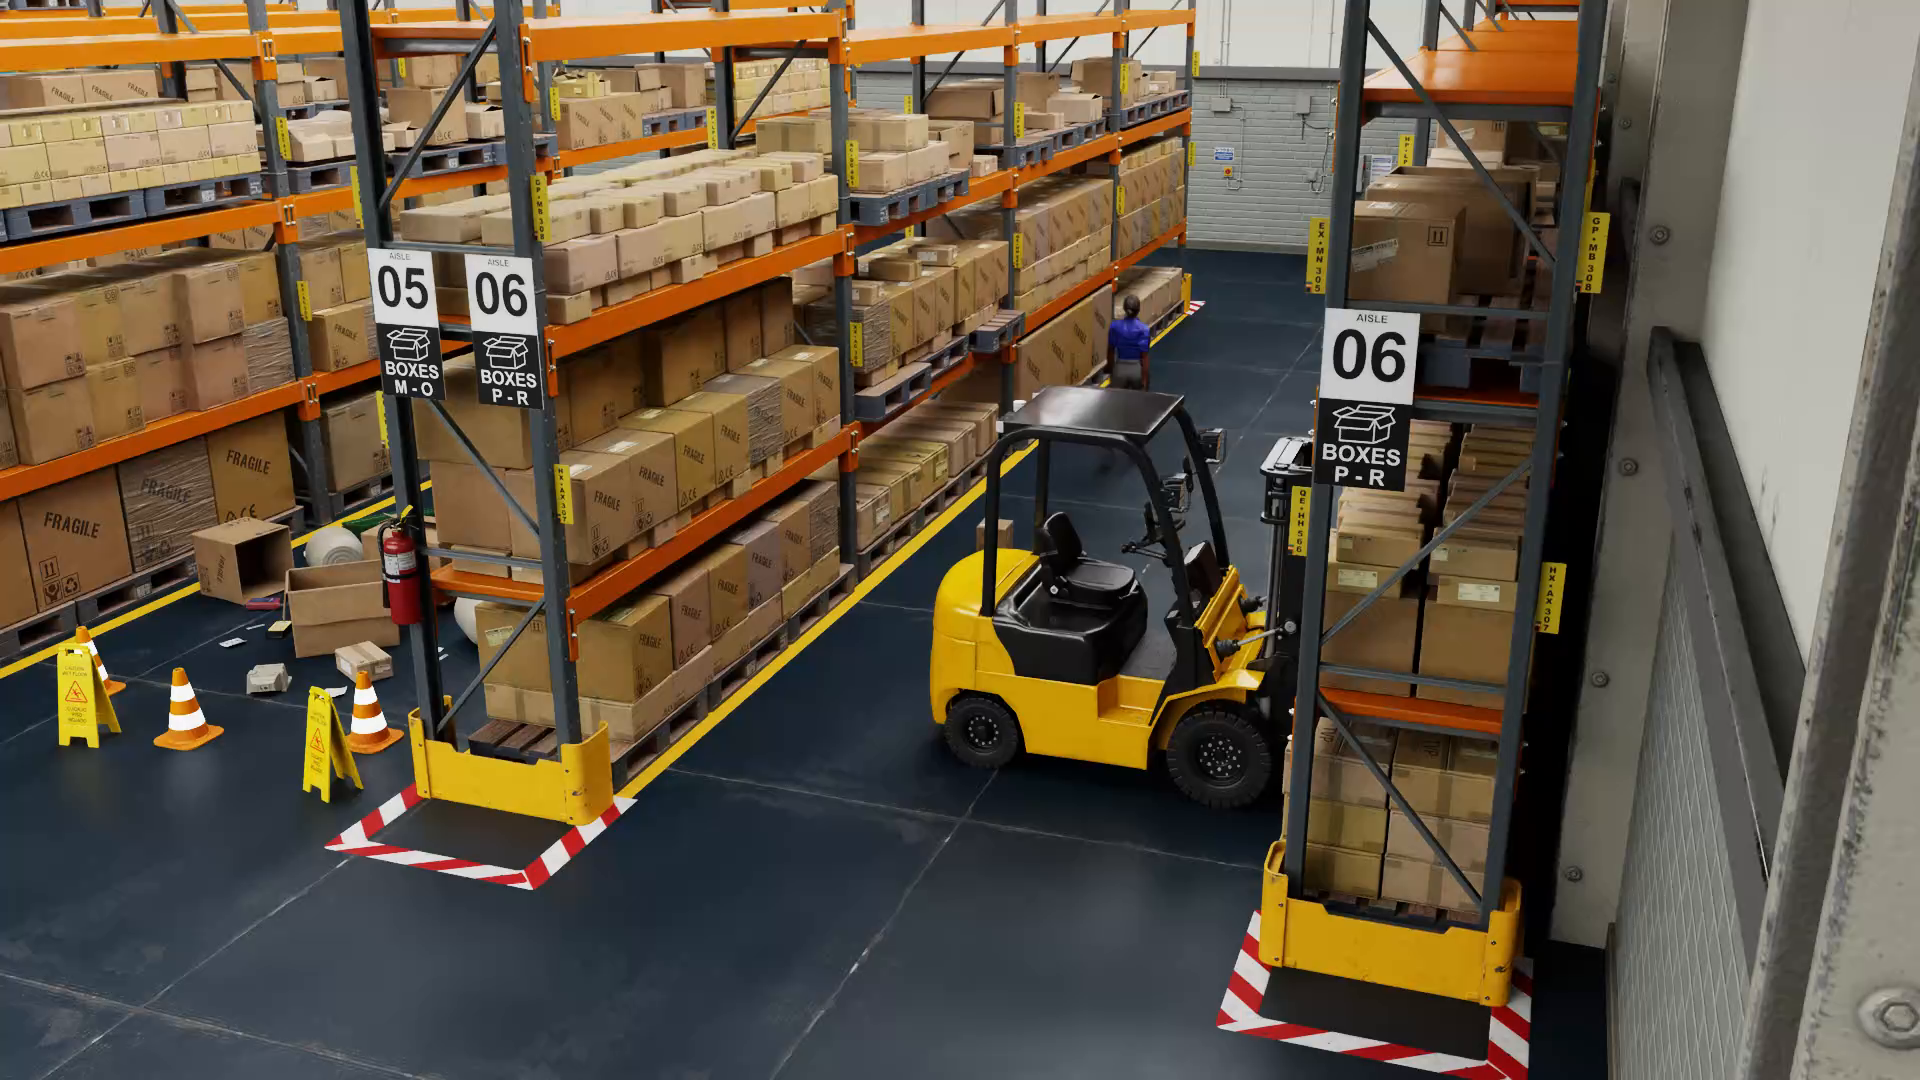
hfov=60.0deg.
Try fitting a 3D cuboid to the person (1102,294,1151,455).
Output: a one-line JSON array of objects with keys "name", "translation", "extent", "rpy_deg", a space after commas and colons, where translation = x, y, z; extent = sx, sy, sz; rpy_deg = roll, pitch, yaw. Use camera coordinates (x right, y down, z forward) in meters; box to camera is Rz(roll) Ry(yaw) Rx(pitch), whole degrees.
[{"name": "person", "translation": [1.633, -1.597, 16.245], "extent": [0.449, 1.617, 0.835], "rpy_deg": [7, 20, 20]}]
